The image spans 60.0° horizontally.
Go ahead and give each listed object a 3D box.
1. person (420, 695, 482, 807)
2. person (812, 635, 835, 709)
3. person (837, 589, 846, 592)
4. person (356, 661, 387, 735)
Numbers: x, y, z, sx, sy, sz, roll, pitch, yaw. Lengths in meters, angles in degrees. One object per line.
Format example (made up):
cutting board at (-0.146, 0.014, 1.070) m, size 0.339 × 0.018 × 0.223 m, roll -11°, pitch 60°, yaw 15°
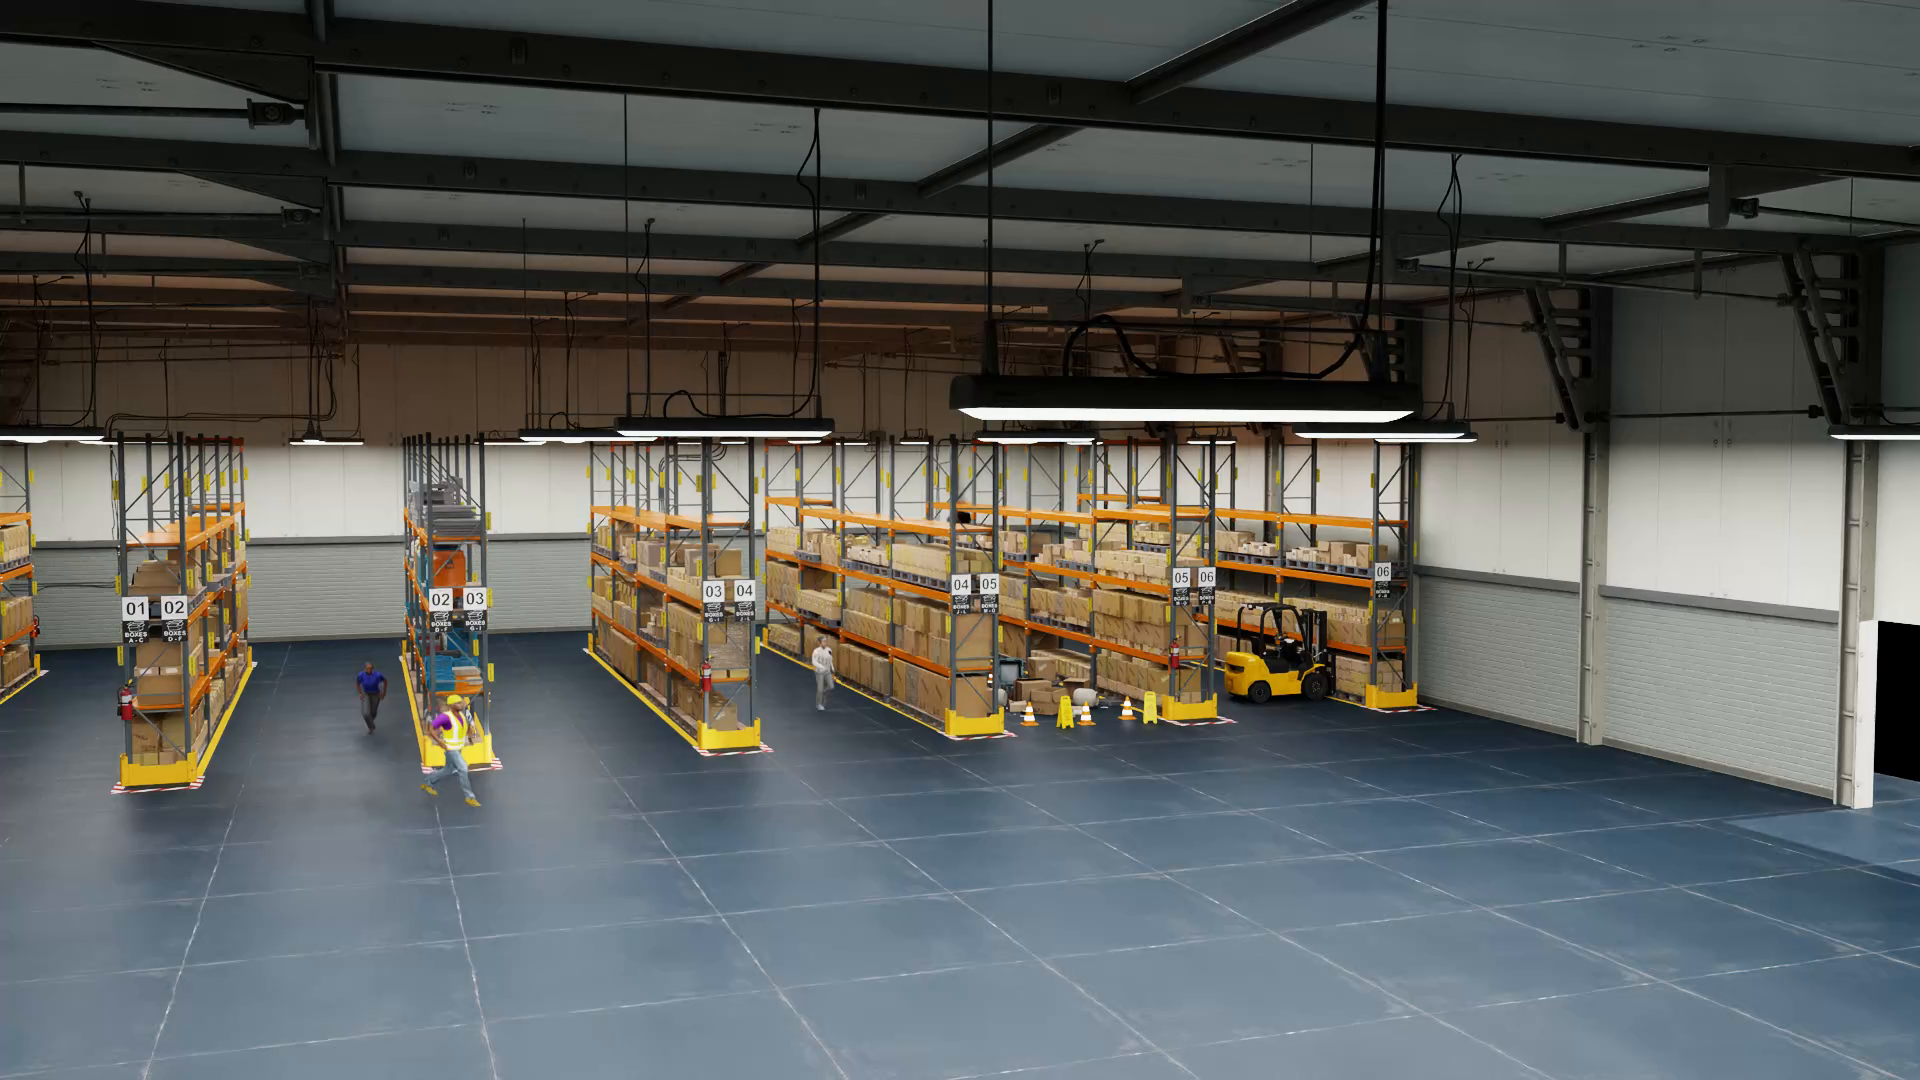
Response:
person at (-8.162, 3.379, 26.674) m, size 1.066 × 1.816 × 0.663 m, roll 0°, pitch 3°, yaw 5°
person at (-2.951, 2.886, 36.259) m, size 0.592 × 1.646 × 0.633 m, roll -2°, pitch 4°, yaw -33°
person at (-3.488, 2.148, 49.511) m, size 0.875 × 1.820 × 0.721 m, roll 2°, pitch 4°, yaw 30°
person at (-11.797, 3.189, 33.372) m, size 0.584 × 1.406 × 0.871 m, roll -1°, pitch 3°, yaw -15°
